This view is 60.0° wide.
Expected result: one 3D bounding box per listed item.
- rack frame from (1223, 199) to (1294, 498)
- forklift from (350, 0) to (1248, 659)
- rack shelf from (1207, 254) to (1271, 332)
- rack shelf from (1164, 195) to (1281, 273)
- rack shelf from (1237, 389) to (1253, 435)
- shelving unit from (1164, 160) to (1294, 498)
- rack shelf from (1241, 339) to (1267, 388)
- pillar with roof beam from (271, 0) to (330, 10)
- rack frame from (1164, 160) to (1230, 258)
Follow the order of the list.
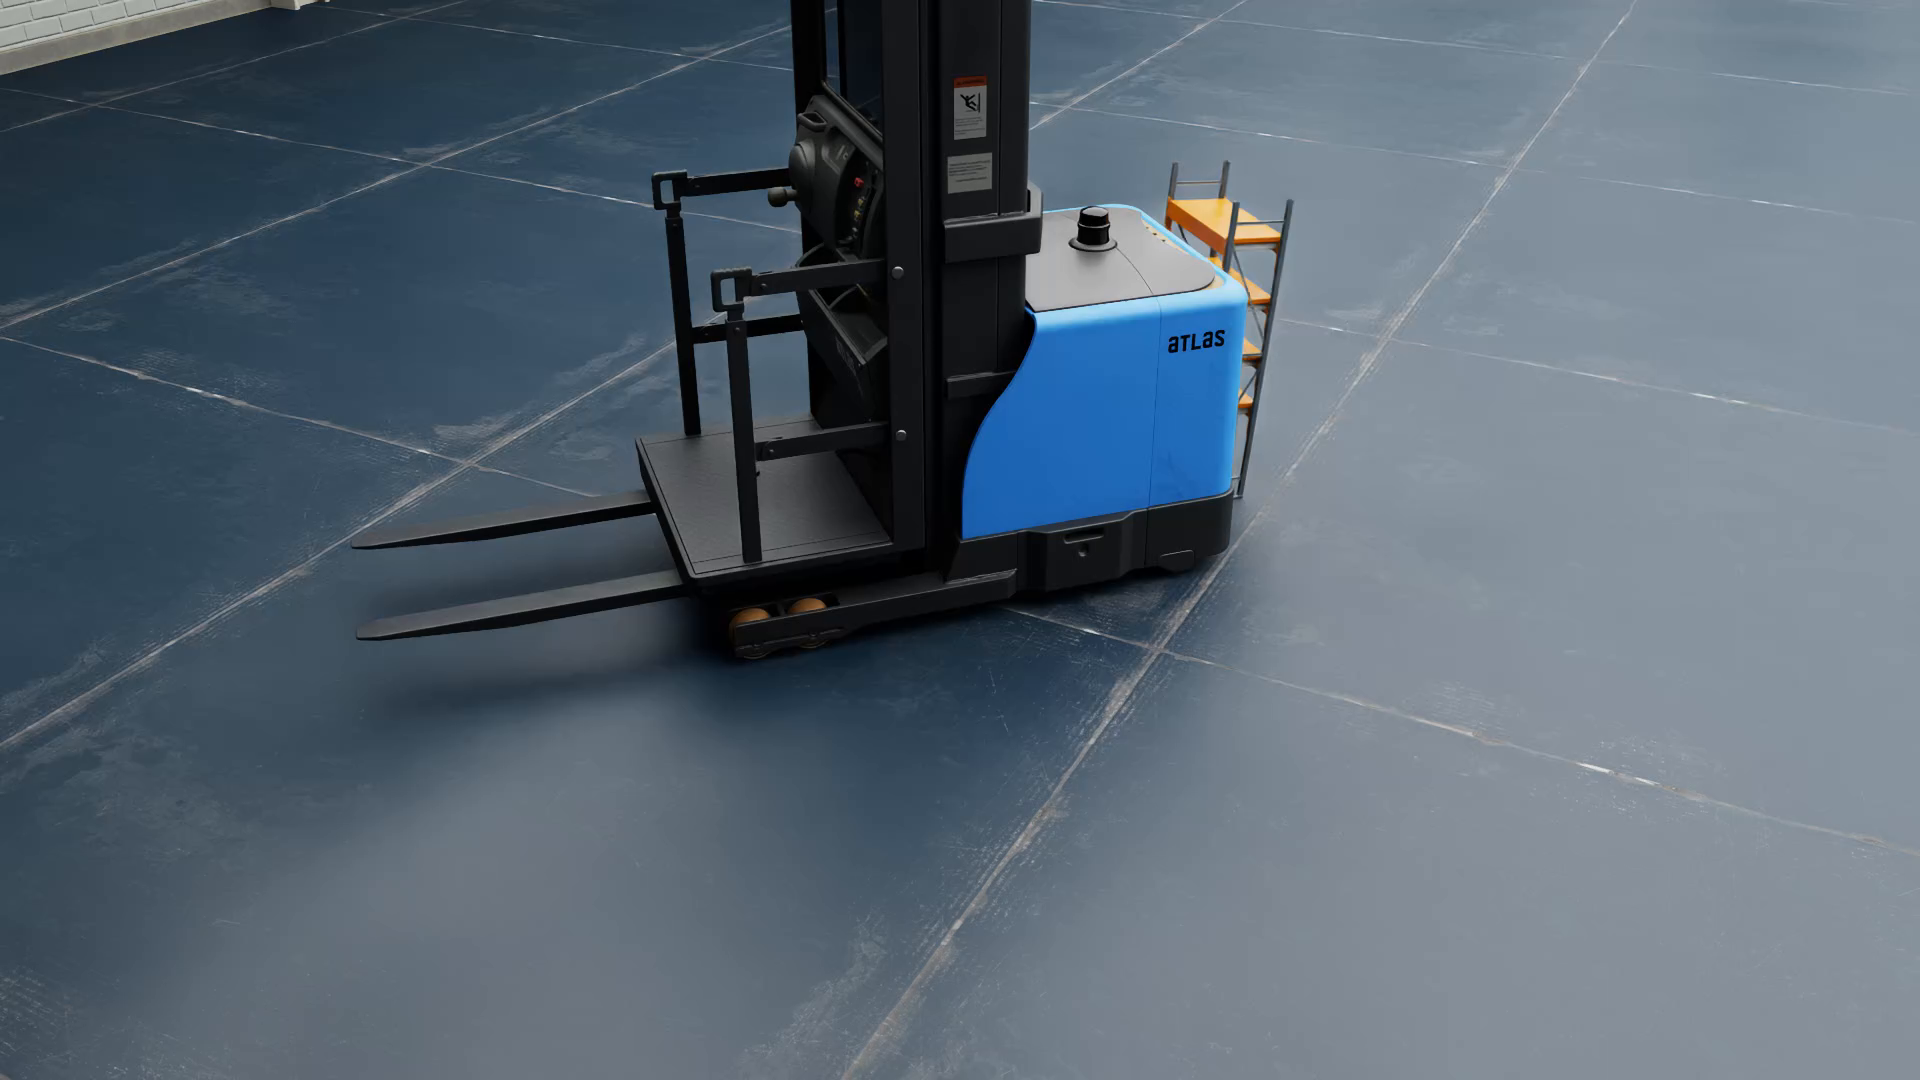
[{"bbox_3d":[1.041,-0.685,6.220,0.240,1.200,0.015,-6,30,-19],"label":"rack frame"},{"bbox_3d":[-0.588,-1.169,5.343,3.031,2.935,1.130,-10,31,-17],"label":"forklift"},{"bbox_3d":[0.970,-0.937,6.345,0.258,0.148,0.480,-6,30,-19],"label":"rack shelf"},{"bbox_3d":[0.988,-1.145,6.233,0.258,0.148,0.480,-6,30,-19],"label":"rack shelf"},{"bbox_3d":[0.939,-0.567,6.545,0.258,0.148,0.480,-6,30,-19],"label":"rack shelf"},{"bbox_3d":[0.959,-0.800,6.419,0.258,1.200,0.503,-6,30,-19],"label":"shelving unit"},{"bbox_3d":[0.954,-0.741,6.451,0.258,0.148,0.480,-6,30,-19],"label":"rack shelf"},{"bbox_3d":[-1.828,-7.526,10.319,9.100,9.000,0.400,14,33,23],"label":"pillar with roof beam"},{"bbox_3d":[0.877,-0.914,6.618,0.240,1.200,0.015,-6,30,-19],"label":"rack frame"}]
